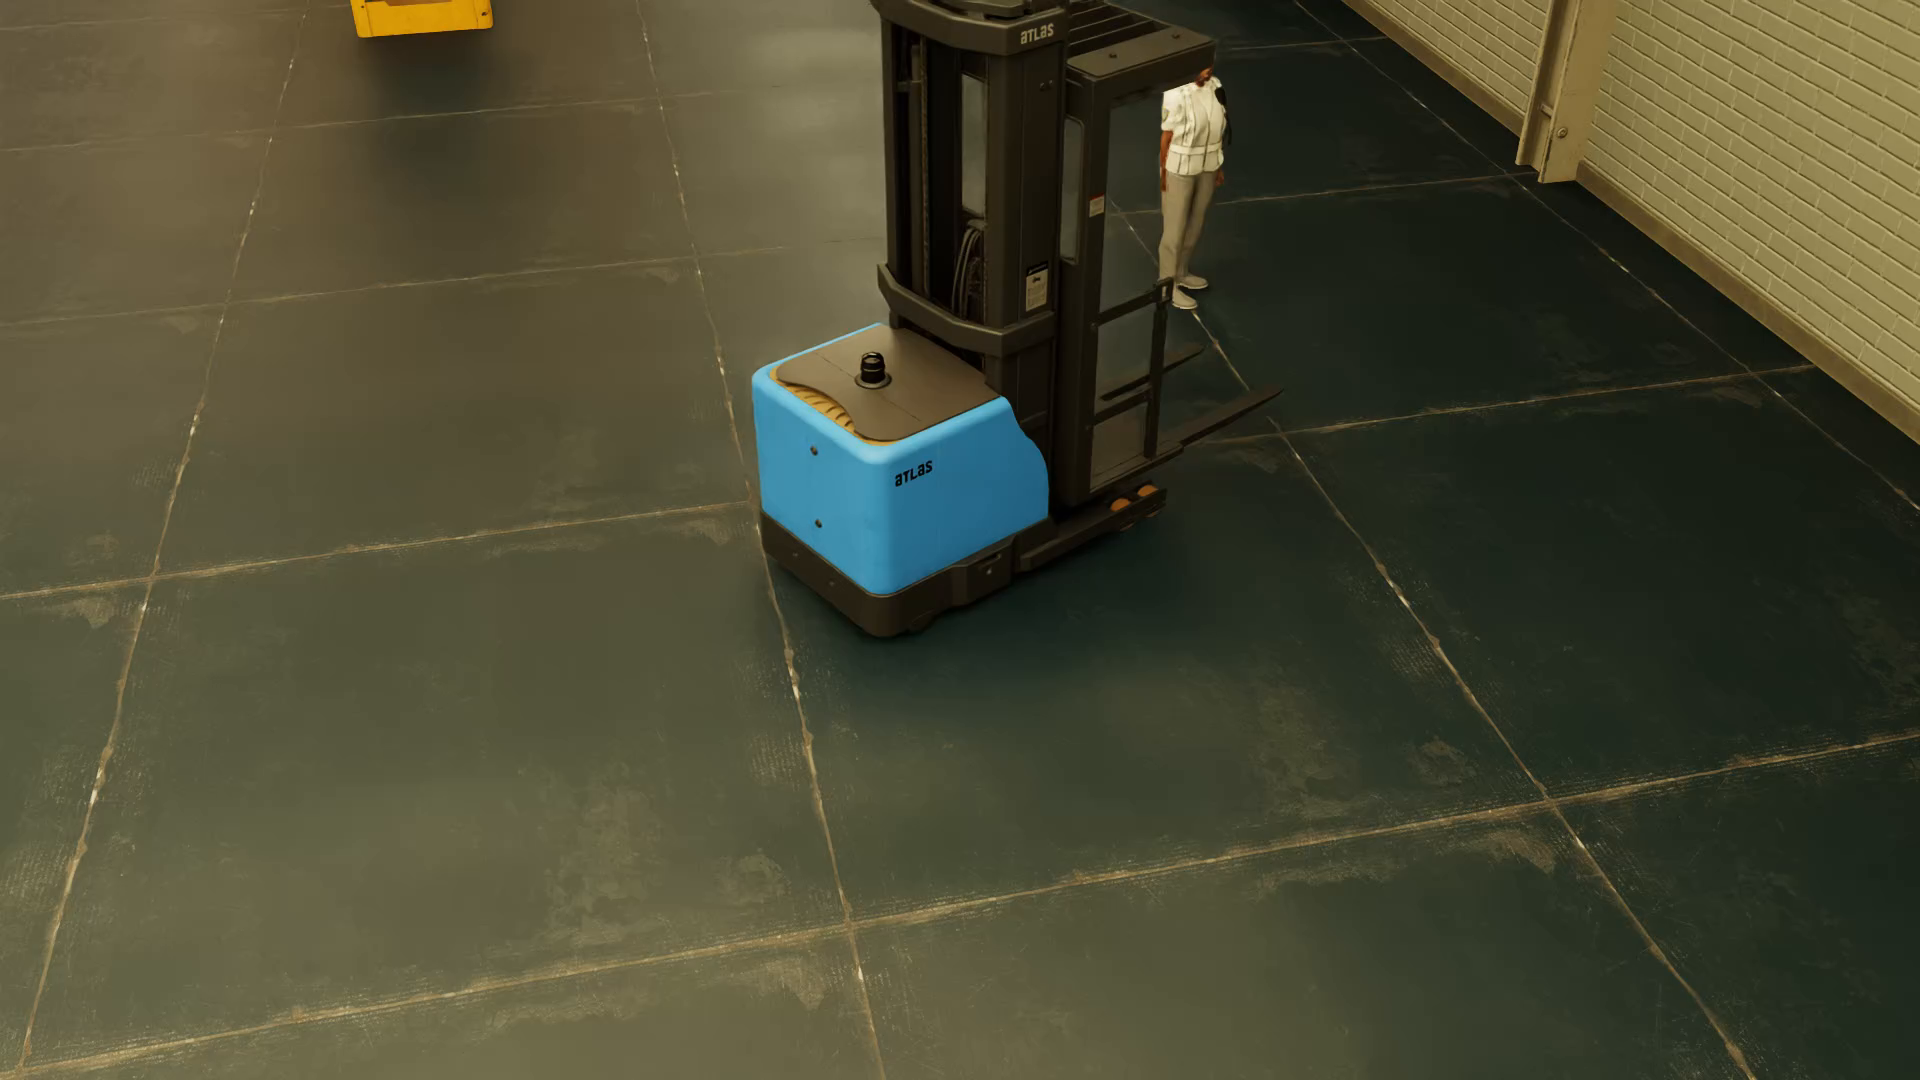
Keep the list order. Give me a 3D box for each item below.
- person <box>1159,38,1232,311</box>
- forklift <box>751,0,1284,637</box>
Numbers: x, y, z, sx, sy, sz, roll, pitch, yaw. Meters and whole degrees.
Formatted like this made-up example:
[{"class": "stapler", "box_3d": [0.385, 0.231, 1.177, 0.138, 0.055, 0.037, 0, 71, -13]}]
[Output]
[{"class": "person", "box_3d": [1.466, -2.278, 10.297, 0.458, 1.682, 0.442, -18, 40, -23]}, {"class": "forklift", "box_3d": [0.454, -1.451, 8.066, 3.031, 2.935, 1.130, -26, 43, -31]}]
